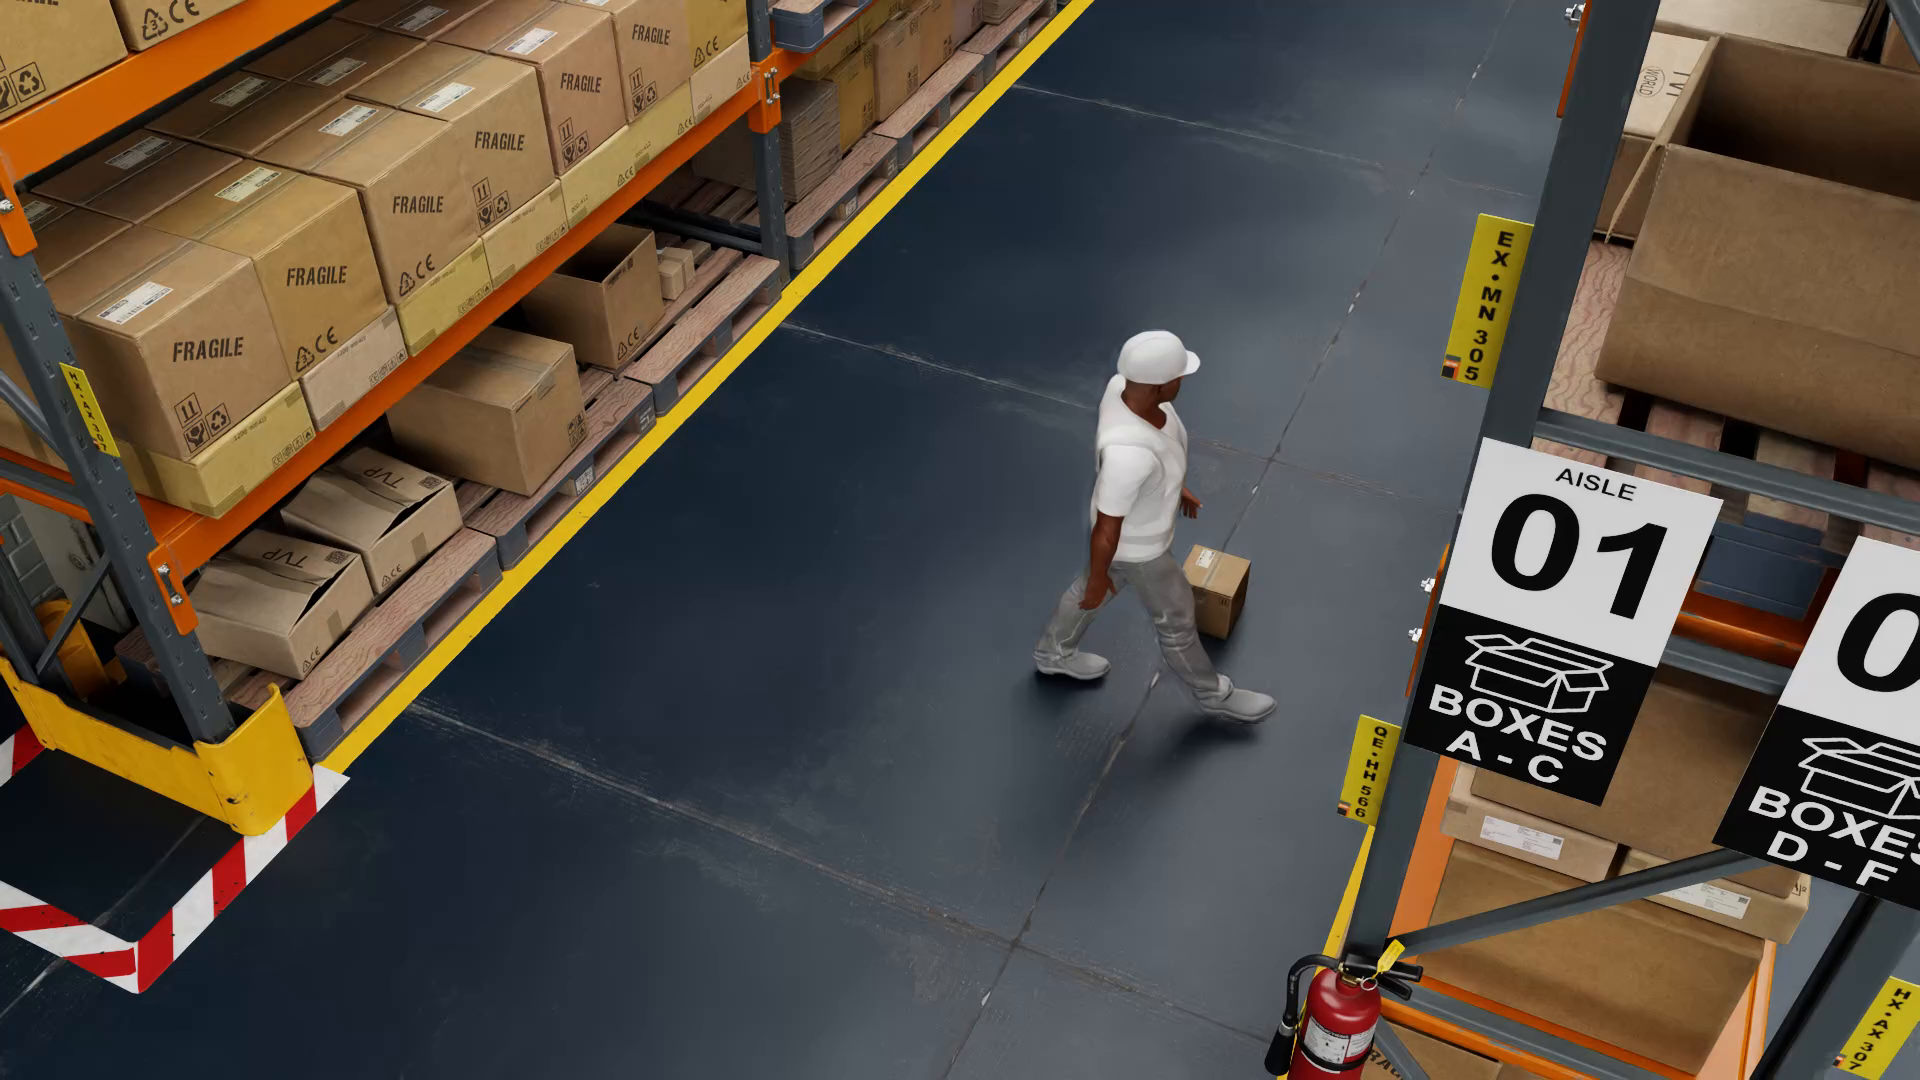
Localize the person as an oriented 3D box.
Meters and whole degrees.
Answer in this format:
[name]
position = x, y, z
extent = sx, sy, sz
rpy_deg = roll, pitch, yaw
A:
[person]
position = 0.775, -0.051, 6.190
extent = 0.975, 1.720, 0.605
rpy_deg = 3, 42, 3
